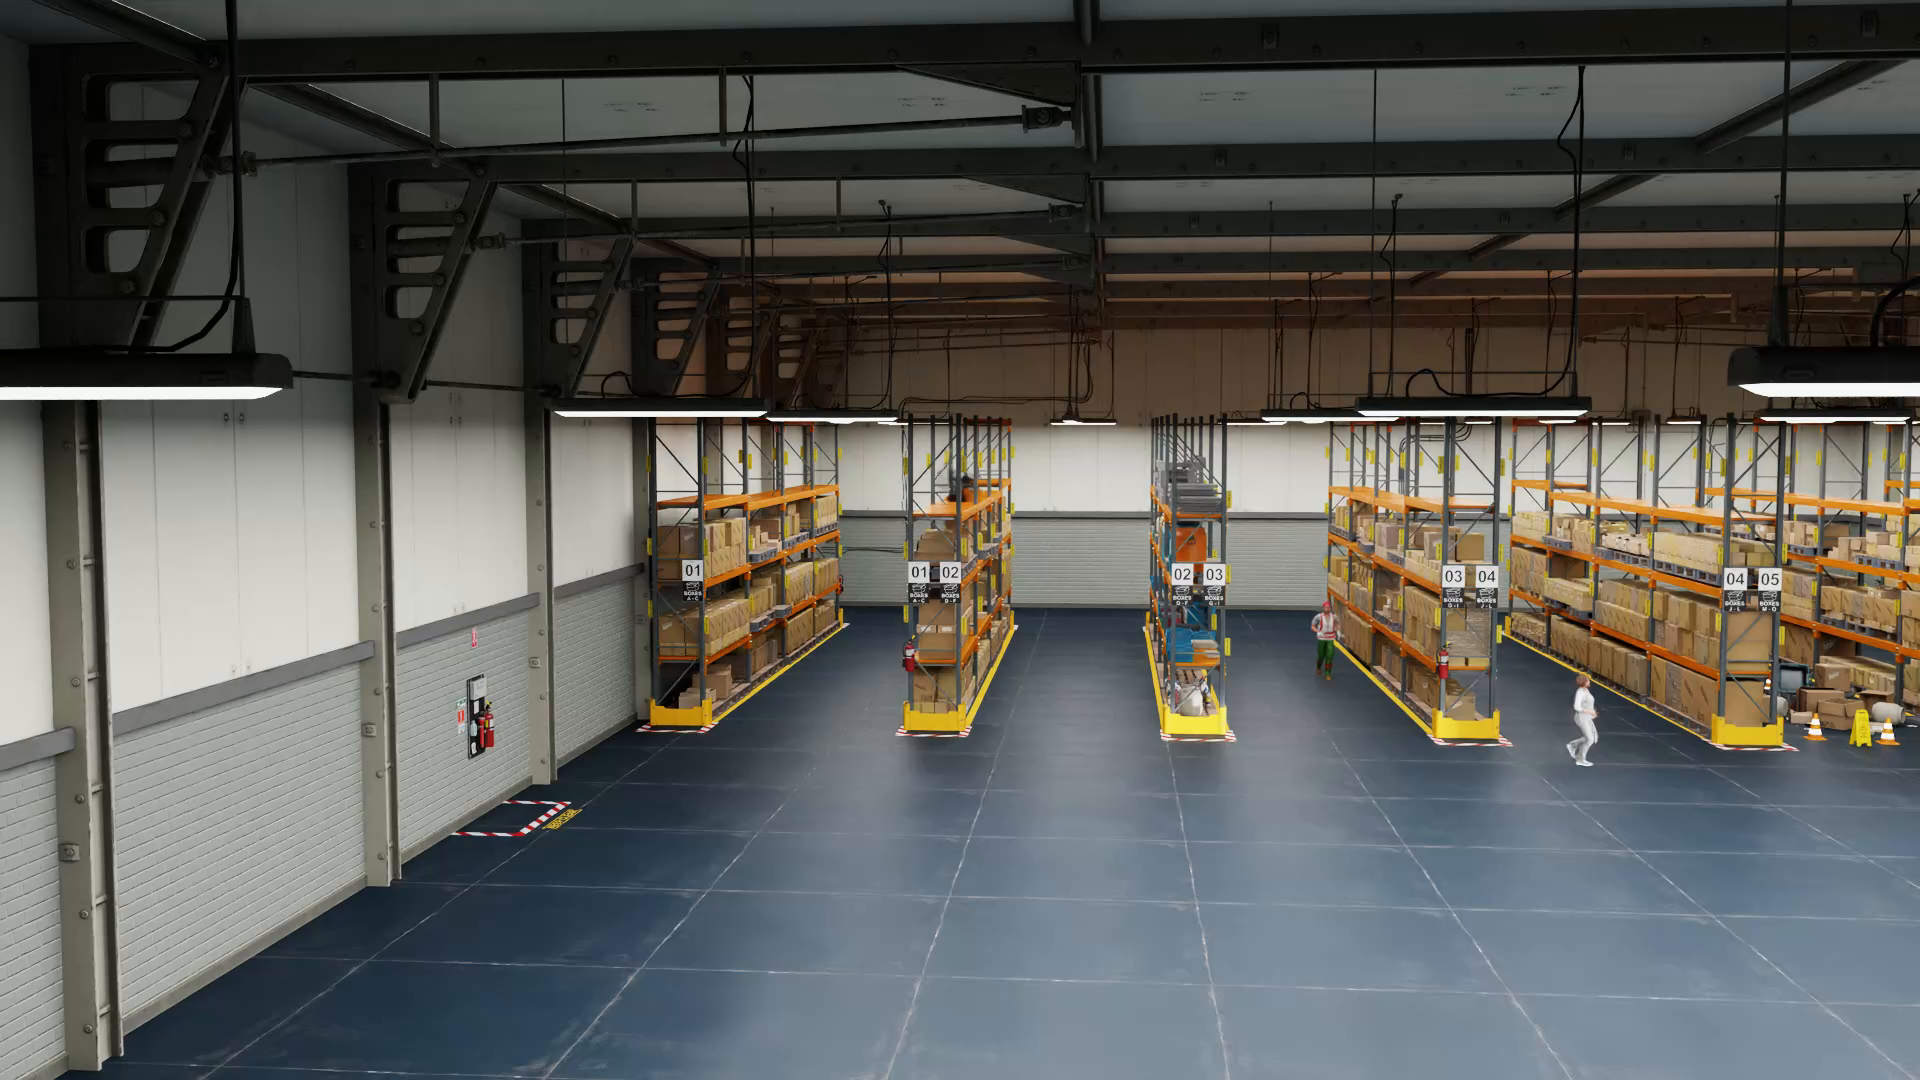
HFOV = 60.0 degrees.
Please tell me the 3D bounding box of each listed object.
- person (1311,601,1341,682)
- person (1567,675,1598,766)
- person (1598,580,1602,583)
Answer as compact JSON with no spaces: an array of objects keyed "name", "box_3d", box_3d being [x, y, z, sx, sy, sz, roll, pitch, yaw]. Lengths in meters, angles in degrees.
[{"name":"person","box_3d":[8.347,2.284,37.915,0.686,1.792,0.839,0,4,2]},{"name":"person","box_3d":[10.563,3.050,28.165,0.559,1.551,0.532,3,5,34]},{"name":"person","box_3d":[17.344,1.893,45.106,0.579,1.628,0.622,0,4,-6]}]
